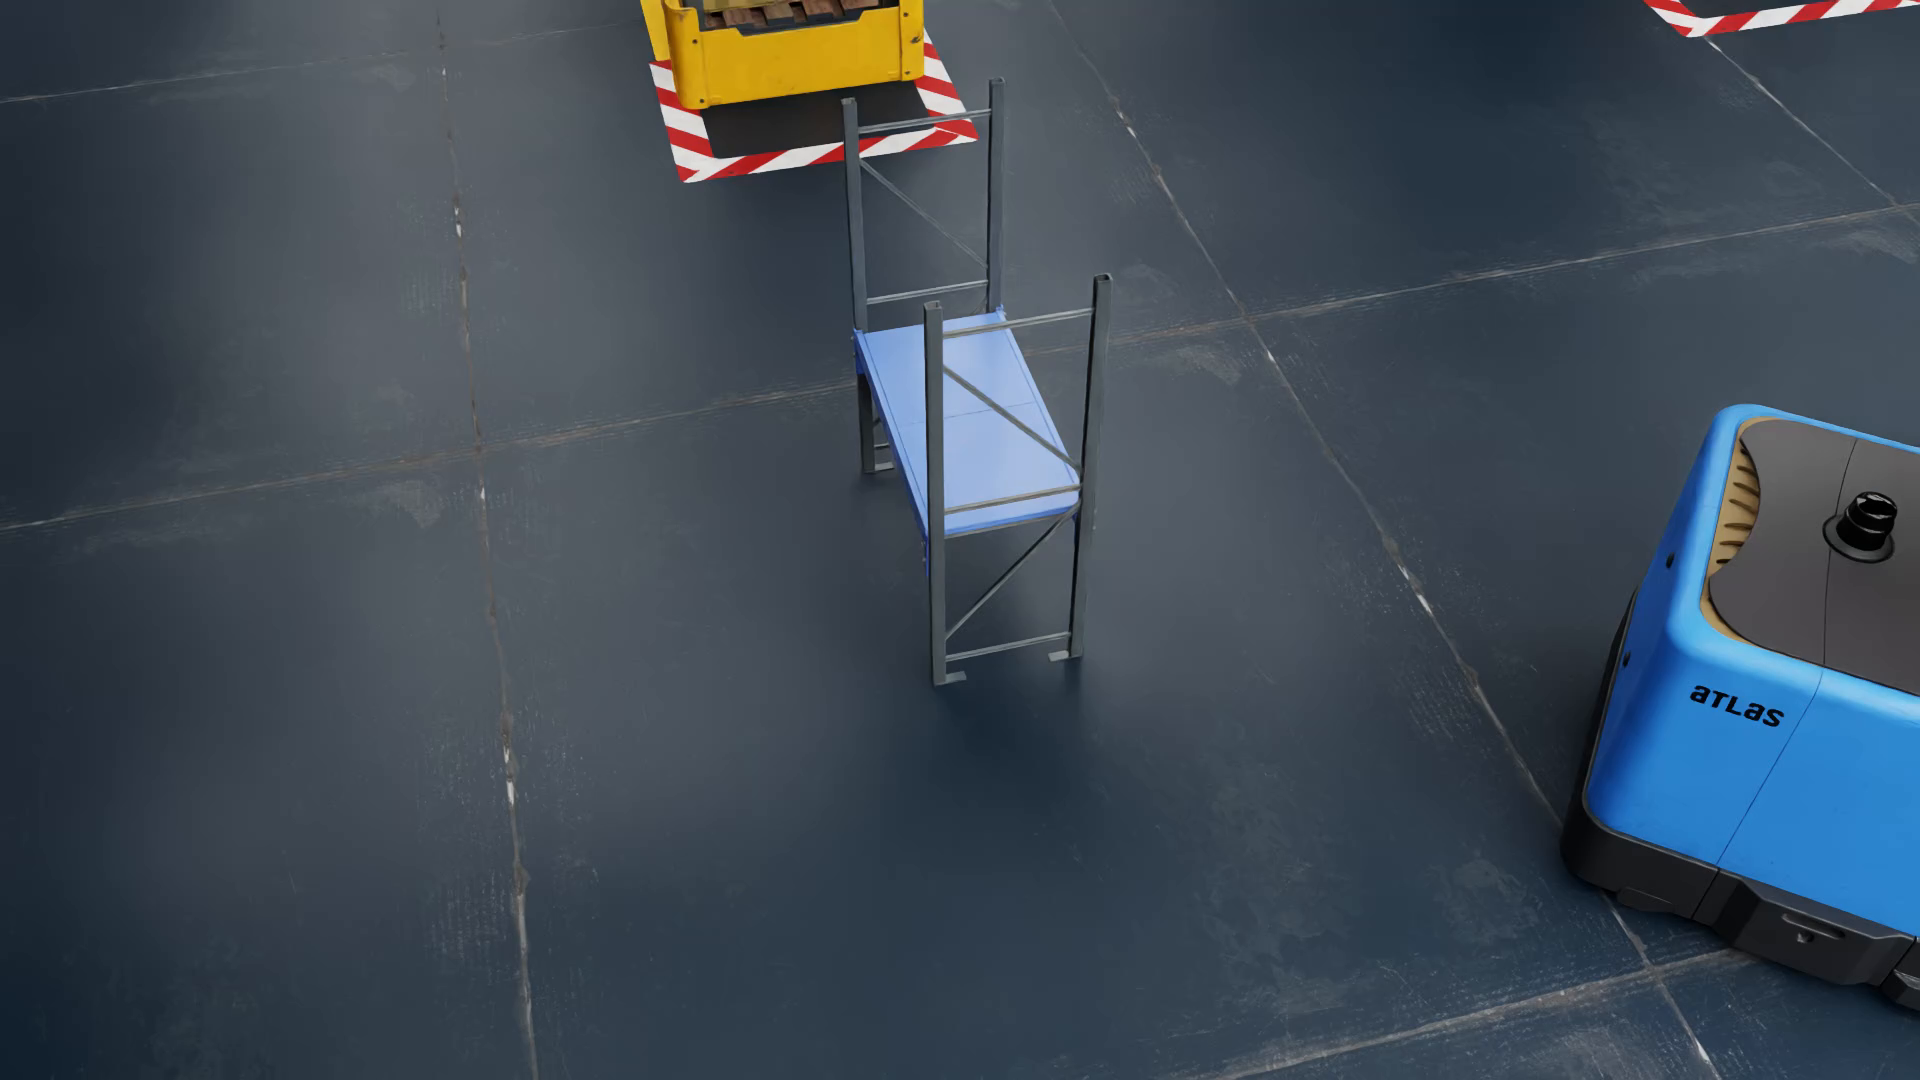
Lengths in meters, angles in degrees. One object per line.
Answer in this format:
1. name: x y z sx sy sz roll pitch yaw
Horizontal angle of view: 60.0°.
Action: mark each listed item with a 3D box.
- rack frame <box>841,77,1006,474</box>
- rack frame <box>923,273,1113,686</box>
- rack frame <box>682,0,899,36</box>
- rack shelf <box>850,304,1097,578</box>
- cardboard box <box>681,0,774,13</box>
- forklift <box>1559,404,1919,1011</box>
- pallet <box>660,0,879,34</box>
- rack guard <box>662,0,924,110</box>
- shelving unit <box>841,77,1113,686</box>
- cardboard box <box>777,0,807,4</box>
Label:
1. rack frame: -0.108 -0.817 5.501 0.500 1.500 0.032 -11 47 -10
2. rack frame: 0.152 -0.115 4.813 0.500 1.500 0.032 -11 47 -10
3. rack frame: -0.771 -3.275 6.860 1.000 3.000 0.127 -11 47 -10
4. rack shelf: 0.022 -0.340 5.285 0.538 0.185 1.000 -11 47 -10
5. cardboard box: -1.194 -2.776 8.002 0.500 0.250 0.500 -11 47 -10
6. forklift: 3.279 0.088 3.612 3.031 2.935 1.130 19 48 17
7. pallet: -1.007 -2.820 8.366 1.003 0.211 1.213 -11 47 -10
8. rack guard: -0.765 -2.384 7.736 1.175 0.500 0.348 -11 47 -10
9. shelving unit: 0.022 -0.466 5.157 0.538 1.500 1.048 -11 47 -10
10. cardboard box: -0.693 -2.871 8.095 0.500 0.250 0.500 -11 47 -10
